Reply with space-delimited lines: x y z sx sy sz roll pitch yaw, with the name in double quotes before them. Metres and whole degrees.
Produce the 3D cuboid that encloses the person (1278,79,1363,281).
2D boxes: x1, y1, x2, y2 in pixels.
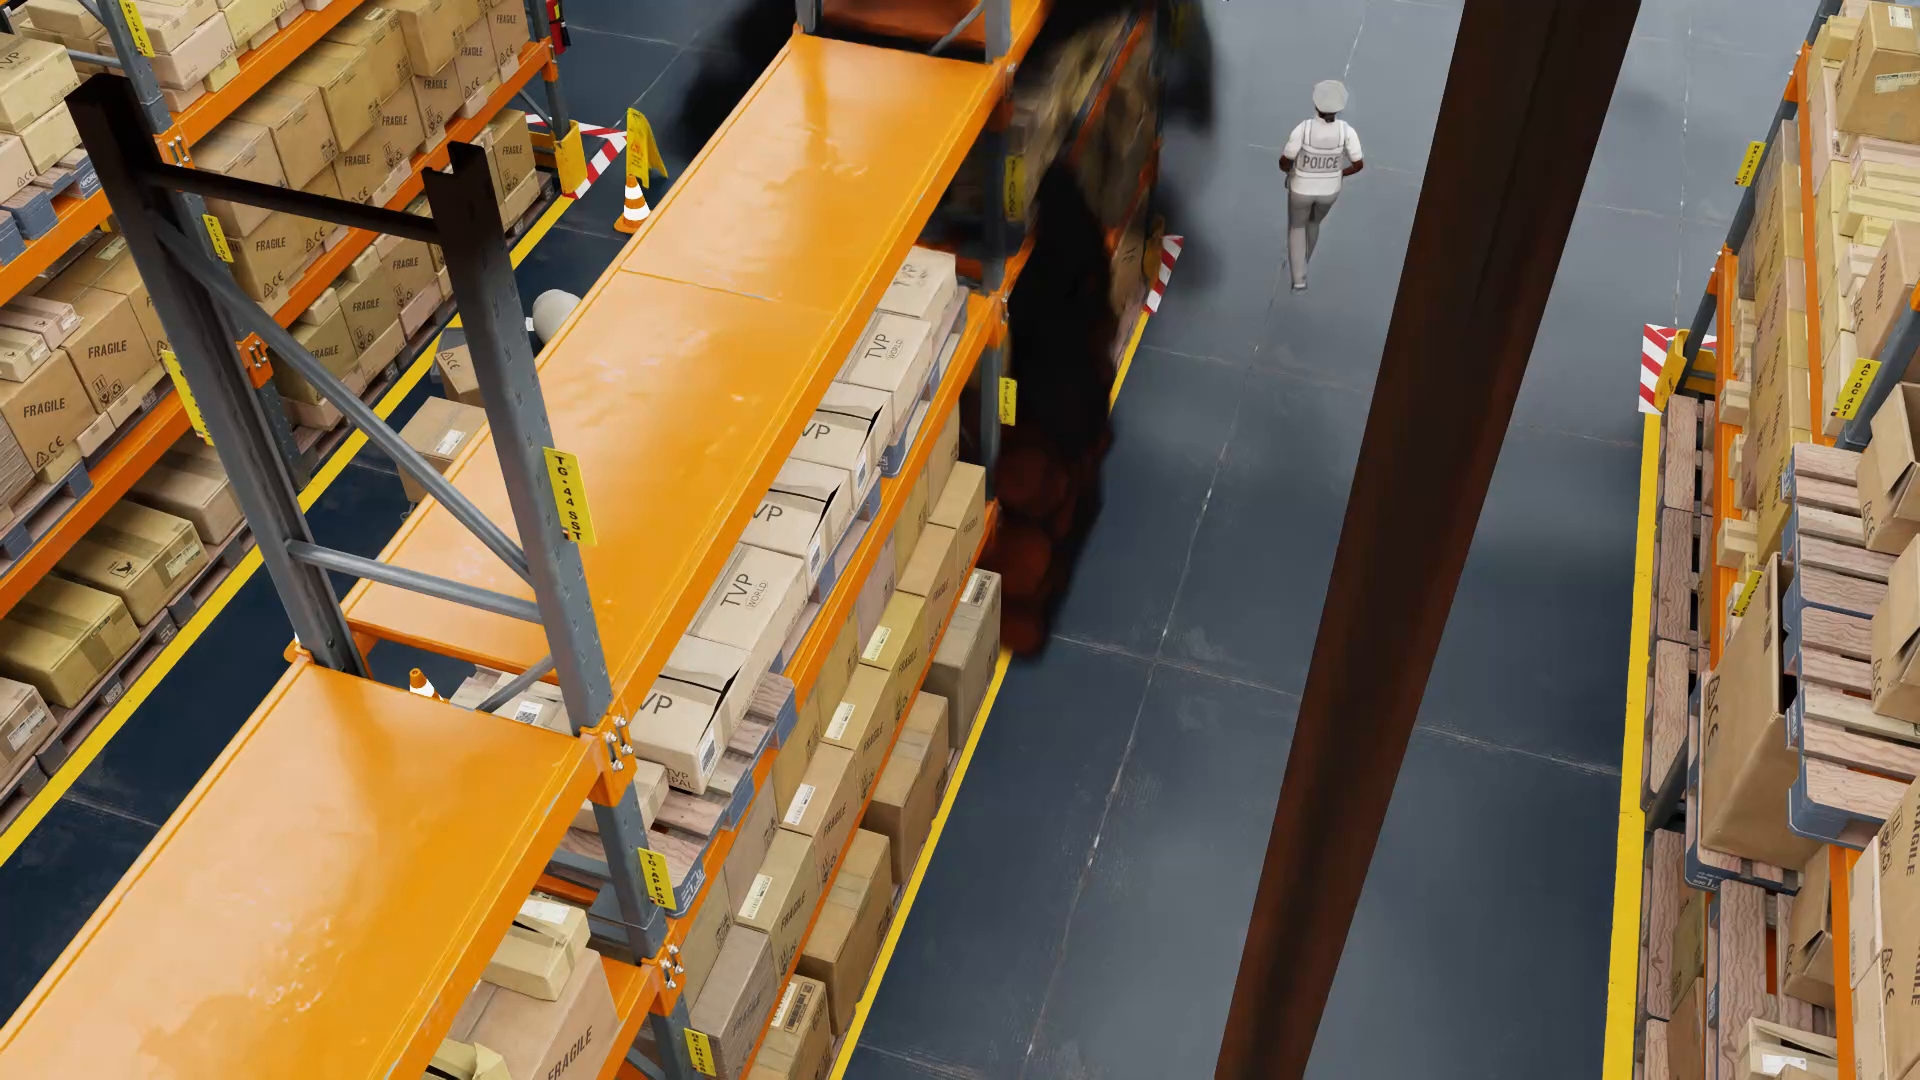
"person" 2.567 -2.547 12.005 0.592 1.600 0.540 -1 46 -1
